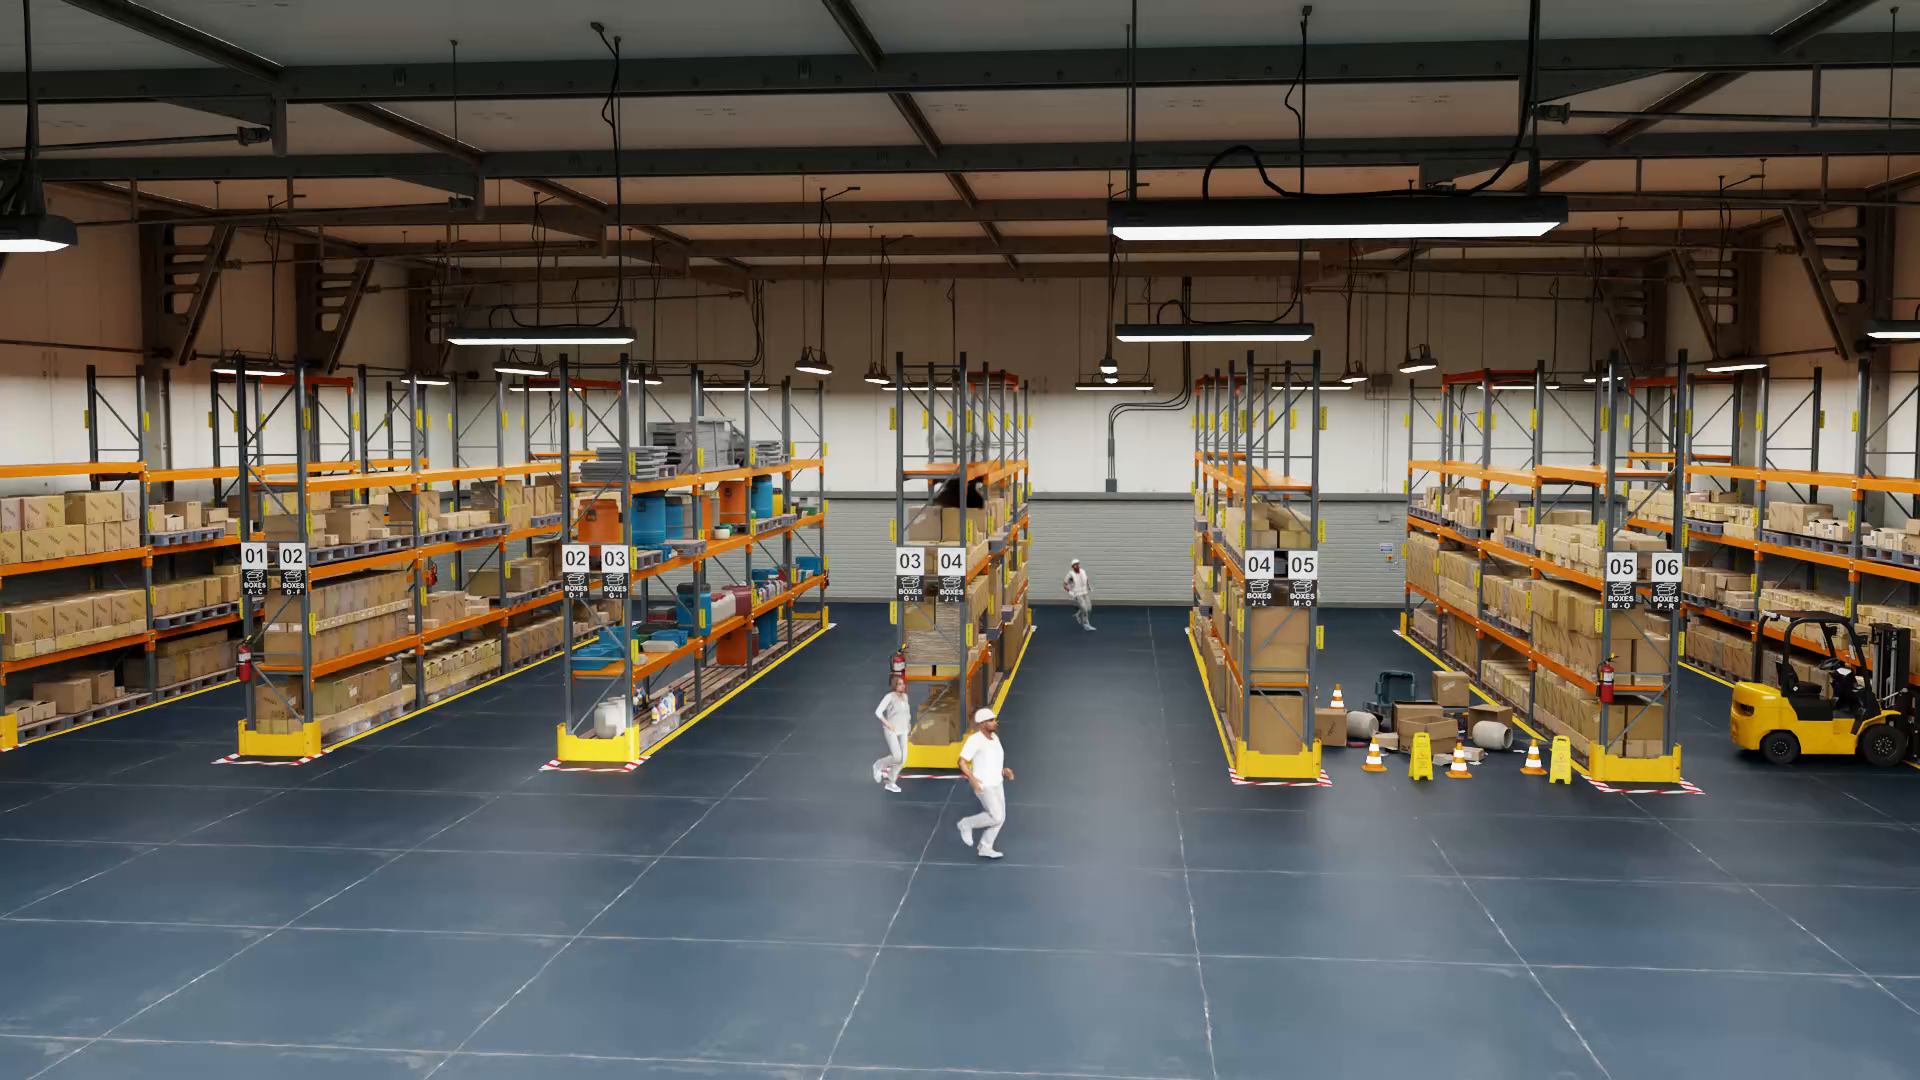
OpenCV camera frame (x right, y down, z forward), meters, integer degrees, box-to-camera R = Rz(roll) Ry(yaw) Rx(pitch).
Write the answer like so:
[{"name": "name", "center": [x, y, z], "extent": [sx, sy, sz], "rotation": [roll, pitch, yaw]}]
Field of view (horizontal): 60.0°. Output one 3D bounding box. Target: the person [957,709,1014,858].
[{"name": "person", "center": [0.290, 2.791, 19.126], "extent": [0.586, 1.718, 0.705], "rotation": [2, 5, 31]}]

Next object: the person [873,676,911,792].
[{"name": "person", "center": [-0.892, 2.626, 22.633], "extent": [0.563, 1.552, 0.505], "rotation": [-4, 6, -43]}]

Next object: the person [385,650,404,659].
[{"name": "person", "center": [-11.276, 1.851, 33.019], "extent": [0.543, 1.574, 0.877], "rotation": [0, 4, 0]}]

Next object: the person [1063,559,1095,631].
[{"name": "person", "center": [2.837, 1.315, 39.849], "extent": [0.726, 1.719, 0.699], "rotation": [-3, 5, -33]}]
